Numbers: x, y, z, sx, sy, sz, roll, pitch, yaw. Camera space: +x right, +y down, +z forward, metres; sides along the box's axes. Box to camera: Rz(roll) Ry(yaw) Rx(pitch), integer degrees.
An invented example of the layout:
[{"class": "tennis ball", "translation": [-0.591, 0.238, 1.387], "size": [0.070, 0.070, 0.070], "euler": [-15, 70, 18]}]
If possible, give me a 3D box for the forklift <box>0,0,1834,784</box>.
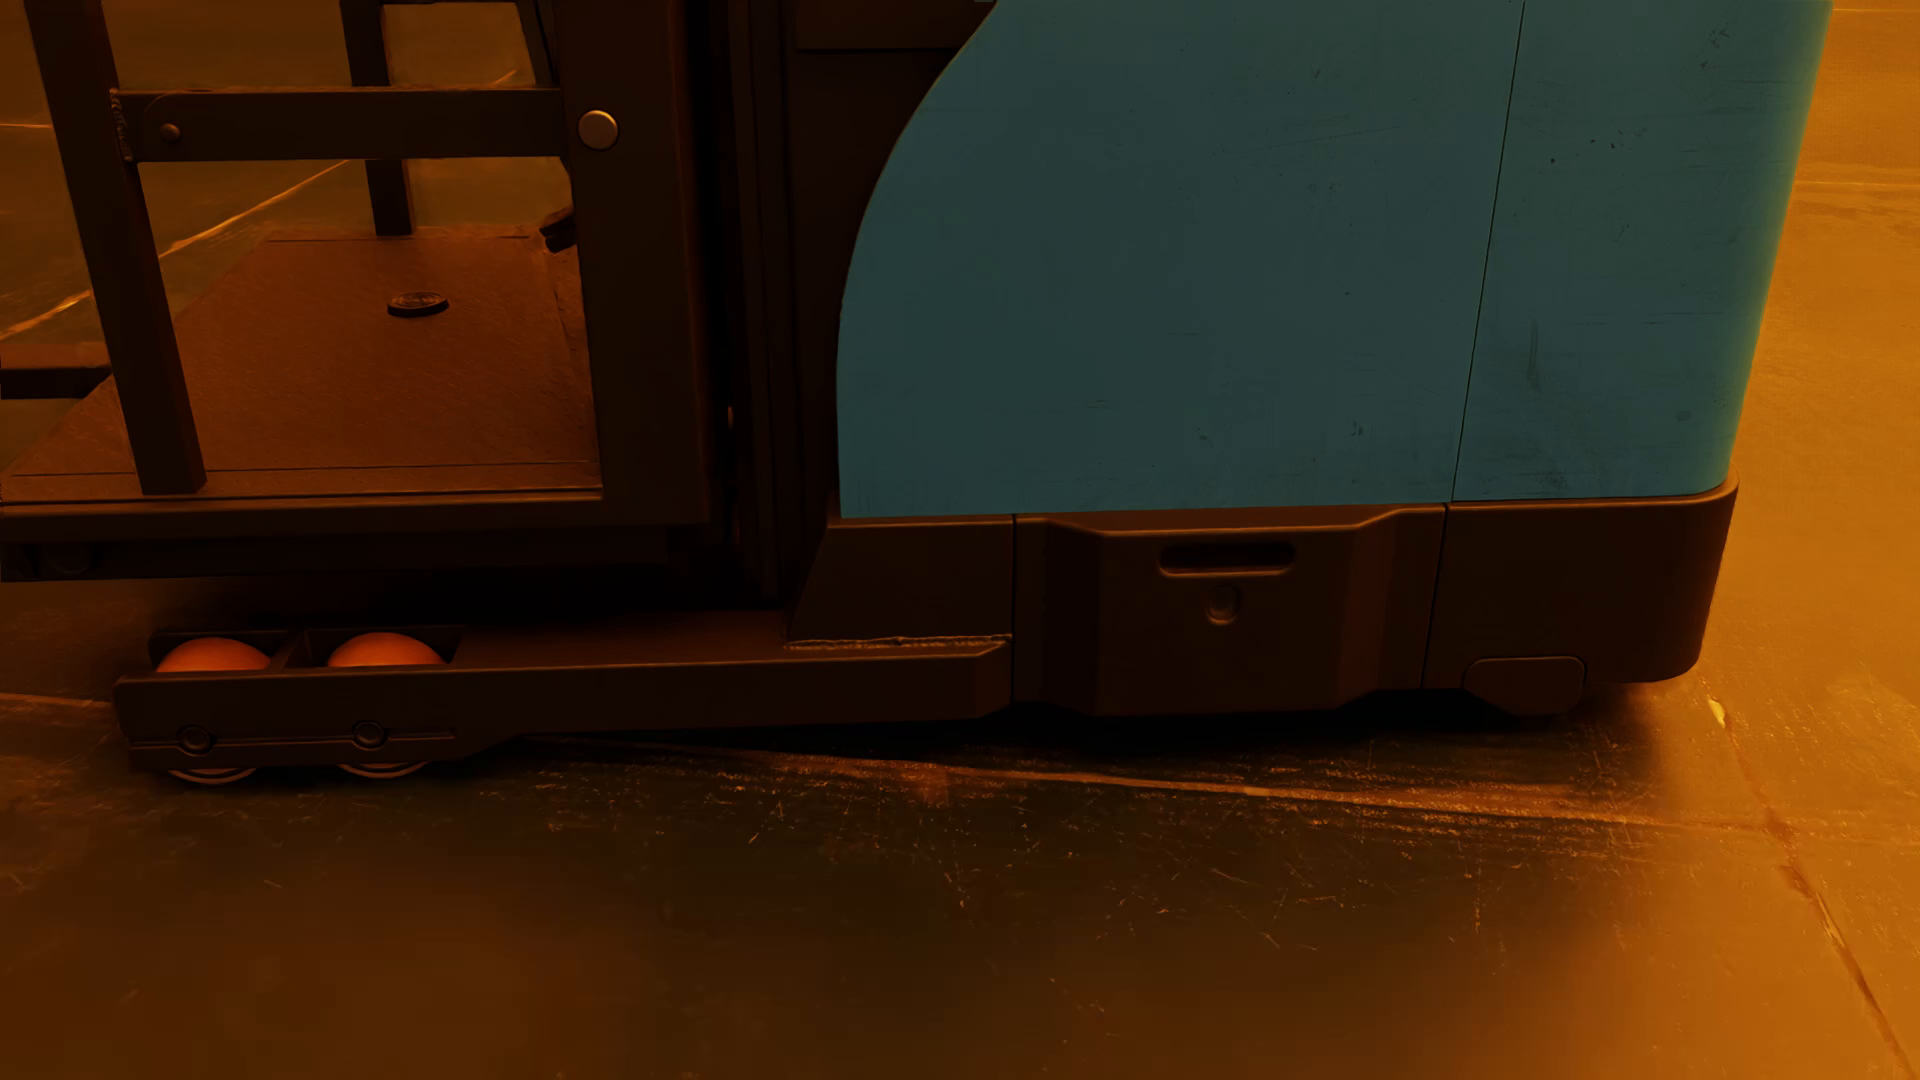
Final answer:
[{"class": "forklift", "translation": [-0.616, -1.272, 1.766], "size": [3.031, 2.935, 1.130], "euler": [-2, 27, -3]}]
